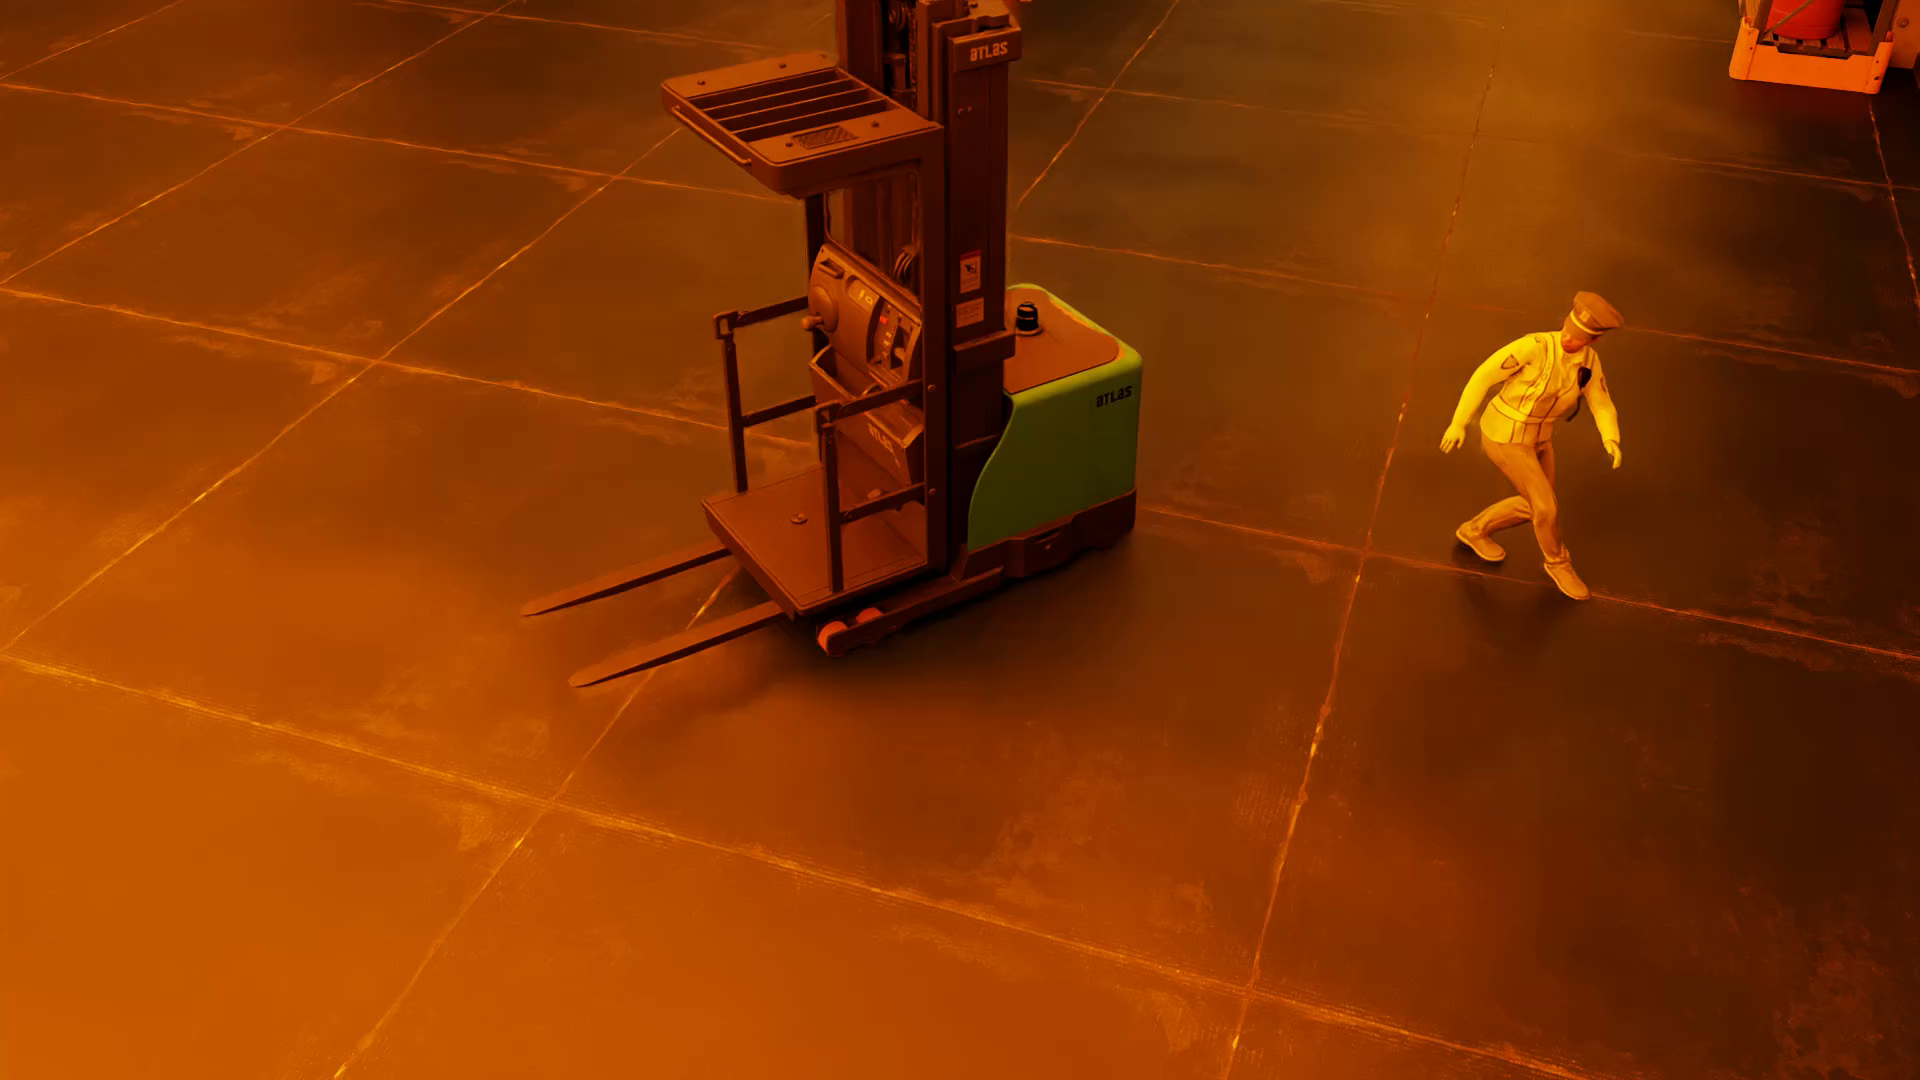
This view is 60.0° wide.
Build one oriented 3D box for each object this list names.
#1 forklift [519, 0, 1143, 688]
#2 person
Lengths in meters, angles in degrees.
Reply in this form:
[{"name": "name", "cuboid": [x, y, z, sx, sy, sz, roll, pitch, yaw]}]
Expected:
[{"name": "forklift", "cuboid": [-0.612, -0.994, 7.513, 3.031, 2.935, 1.130, -20, 40, -26]}, {"name": "person", "cuboid": [2.765, -0.427, 7.935, 0.722, 1.553, 0.753, -21, 41, -27]}]
